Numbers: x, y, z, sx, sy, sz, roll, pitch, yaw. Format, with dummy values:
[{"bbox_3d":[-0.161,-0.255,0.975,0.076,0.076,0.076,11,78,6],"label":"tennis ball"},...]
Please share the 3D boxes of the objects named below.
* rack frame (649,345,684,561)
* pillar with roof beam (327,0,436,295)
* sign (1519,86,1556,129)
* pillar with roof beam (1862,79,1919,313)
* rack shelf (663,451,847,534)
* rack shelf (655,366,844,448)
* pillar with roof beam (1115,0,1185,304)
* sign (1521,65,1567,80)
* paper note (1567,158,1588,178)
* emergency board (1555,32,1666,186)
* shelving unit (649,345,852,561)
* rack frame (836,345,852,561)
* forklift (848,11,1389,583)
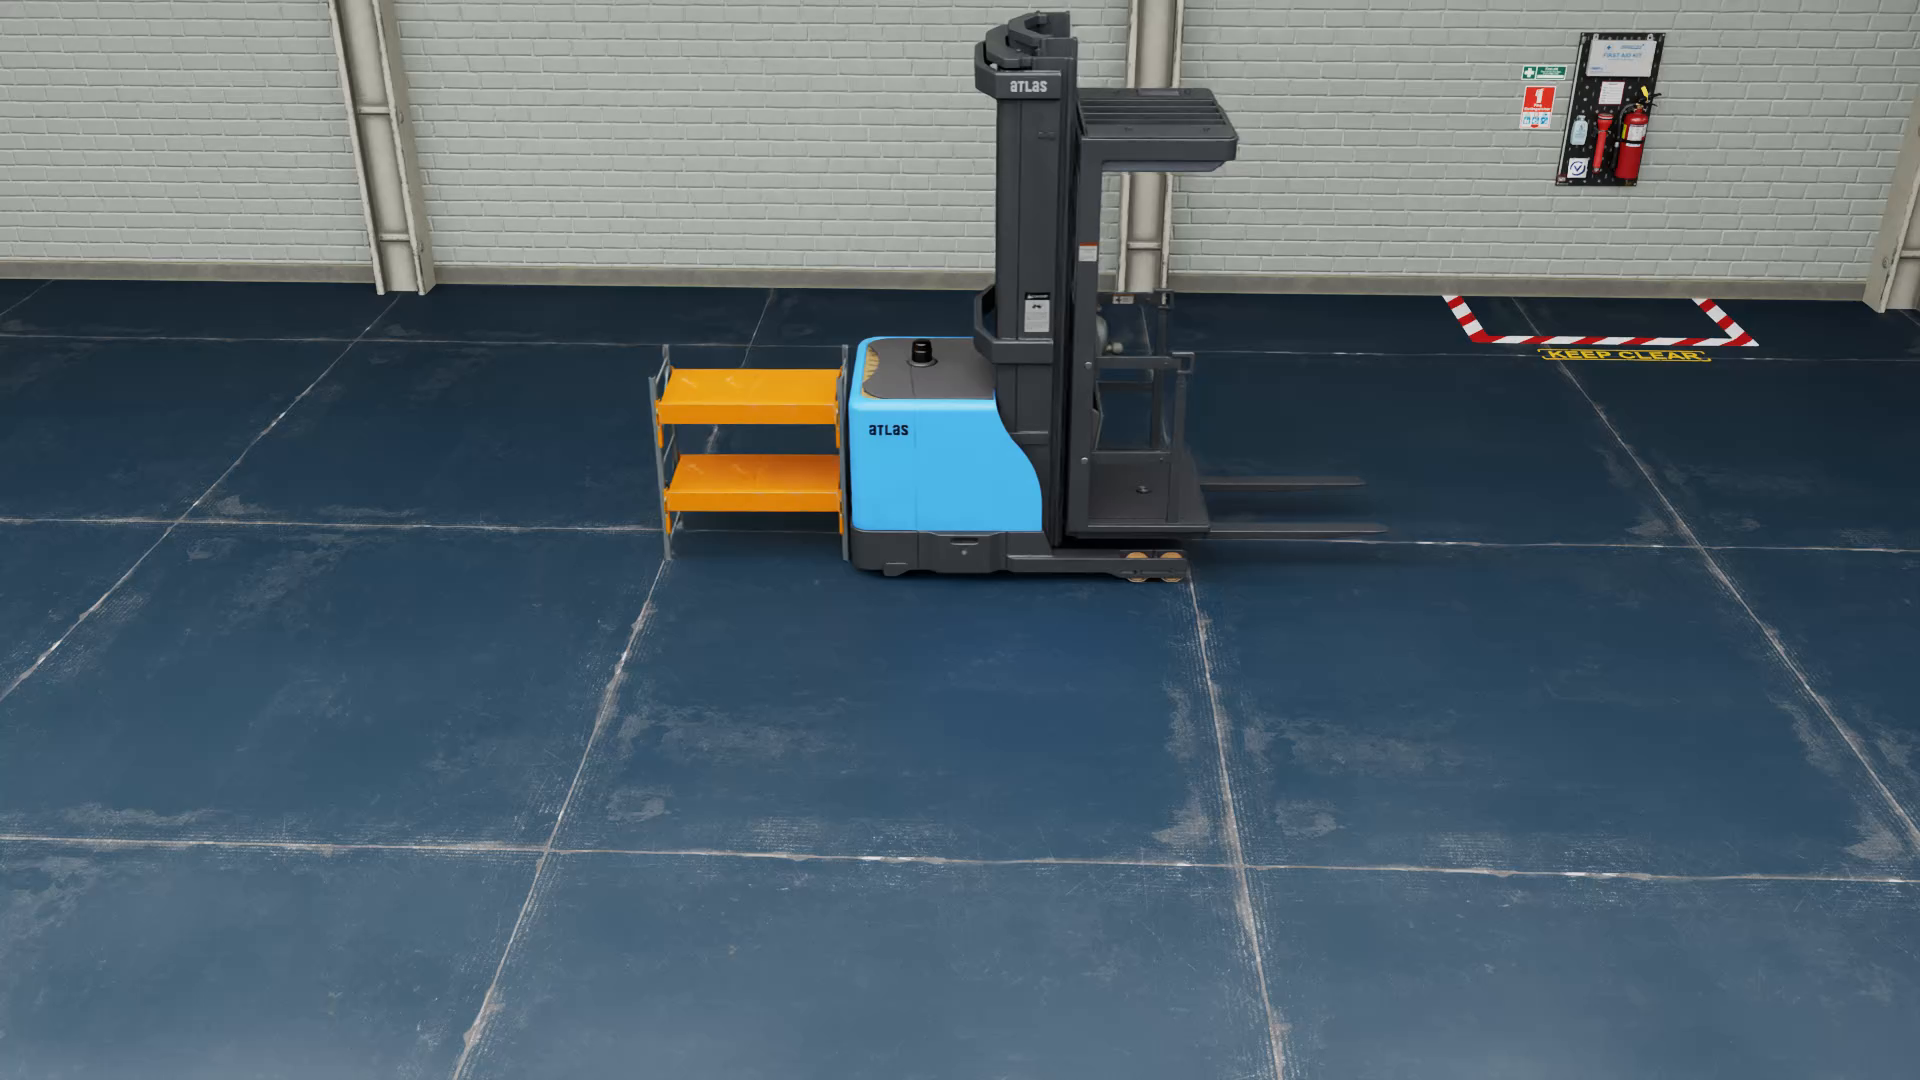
[{"bbox_3d":[-1.669,-0.496,9.484,0.032,1.125,0.500,0,28,0],"label":"rack frame"},{"bbox_3d":[-4.687,-4.027,7.739,0.400,9.000,9.100,1,28,2],"label":"pillar with roof beam"},{"bbox_3d":[4.440,-3.325,12.782,0.234,0.329,0.001,1,28,2],"label":"sign"},{"bbox_3d":[7.305,-3.829,7.365,0.400,9.000,9.100,1,28,2],"label":"pillar with roof beam"},{"bbox_3d":[-1.161,-0.278,9.596,1.000,0.278,0.538,0,28,0],"label":"rack shelf"},{"bbox_3d":[-1.161,-0.753,9.345,1.000,0.278,0.538,0,28,0],"label":"rack shelf"},{"bbox_3d":[1.309,-3.928,7.552,0.400,9.000,9.100,1,28,2],"label":"pillar with roof beam"},{"bbox_3d":[4.444,-3.555,12.650,0.331,0.109,0.001,1,28,2],"label":"sign"},{"bbox_3d":[4.814,-2.898,12.955,0.142,0.148,0.016,1,28,2],"label":"paper note"},{"bbox_3d":[4.989,-3.252,12.682,0.643,1.169,0.194,1,28,2],"label":"emergency board"},{"bbox_3d":[-1.161,-0.495,9.482,1.048,1.125,0.538,0,28,0],"label":"shelving unit"},{"bbox_3d":[-0.653,-0.493,9.480,0.032,1.125,0.500,0,28,0],"label":"rack frame"},{"bbox_3d":[0.905,-1.308,9.088,3.031,2.935,1.130,0,28,0],"label":"forklift"}]
